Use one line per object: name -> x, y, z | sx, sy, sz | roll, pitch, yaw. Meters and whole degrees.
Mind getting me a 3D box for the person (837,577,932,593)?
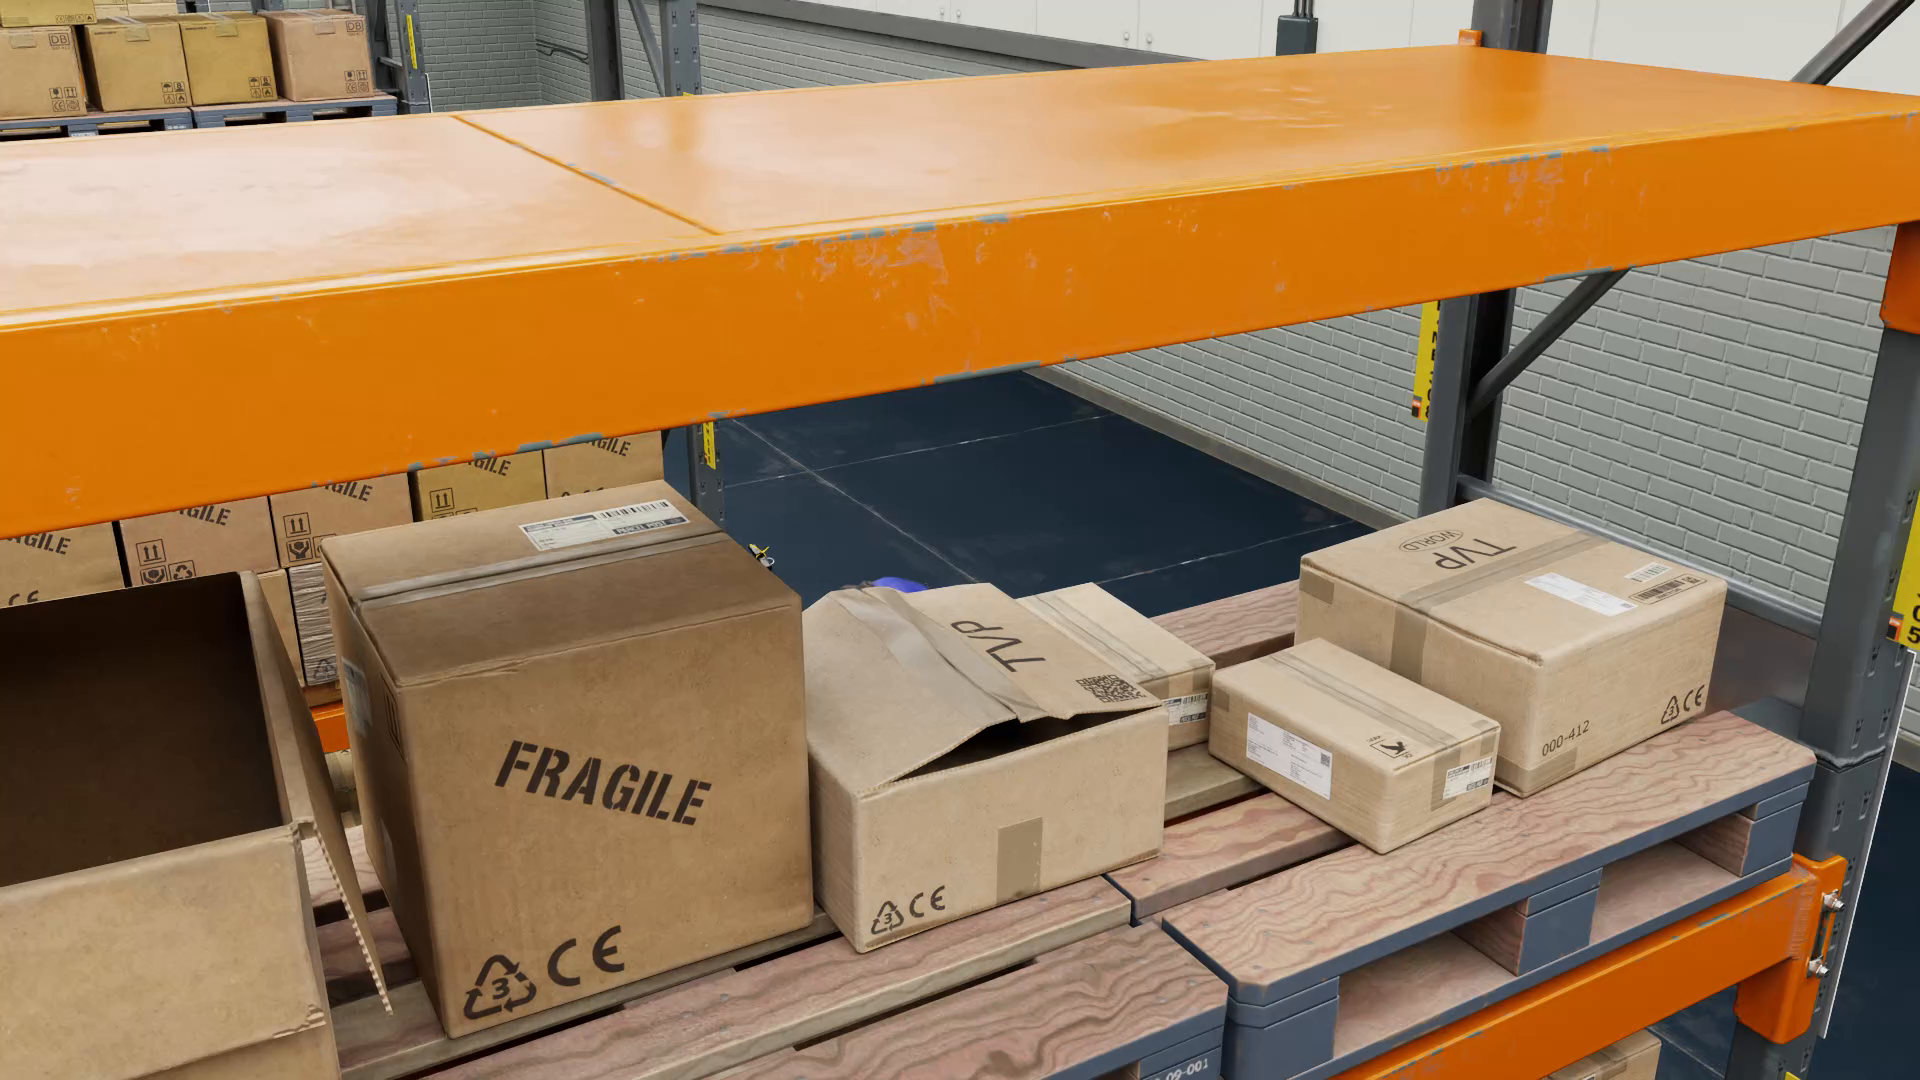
person -> -0.330, 0.605, 9.075 | 0.855, 0.931, 0.468 | -13, 26, -30
